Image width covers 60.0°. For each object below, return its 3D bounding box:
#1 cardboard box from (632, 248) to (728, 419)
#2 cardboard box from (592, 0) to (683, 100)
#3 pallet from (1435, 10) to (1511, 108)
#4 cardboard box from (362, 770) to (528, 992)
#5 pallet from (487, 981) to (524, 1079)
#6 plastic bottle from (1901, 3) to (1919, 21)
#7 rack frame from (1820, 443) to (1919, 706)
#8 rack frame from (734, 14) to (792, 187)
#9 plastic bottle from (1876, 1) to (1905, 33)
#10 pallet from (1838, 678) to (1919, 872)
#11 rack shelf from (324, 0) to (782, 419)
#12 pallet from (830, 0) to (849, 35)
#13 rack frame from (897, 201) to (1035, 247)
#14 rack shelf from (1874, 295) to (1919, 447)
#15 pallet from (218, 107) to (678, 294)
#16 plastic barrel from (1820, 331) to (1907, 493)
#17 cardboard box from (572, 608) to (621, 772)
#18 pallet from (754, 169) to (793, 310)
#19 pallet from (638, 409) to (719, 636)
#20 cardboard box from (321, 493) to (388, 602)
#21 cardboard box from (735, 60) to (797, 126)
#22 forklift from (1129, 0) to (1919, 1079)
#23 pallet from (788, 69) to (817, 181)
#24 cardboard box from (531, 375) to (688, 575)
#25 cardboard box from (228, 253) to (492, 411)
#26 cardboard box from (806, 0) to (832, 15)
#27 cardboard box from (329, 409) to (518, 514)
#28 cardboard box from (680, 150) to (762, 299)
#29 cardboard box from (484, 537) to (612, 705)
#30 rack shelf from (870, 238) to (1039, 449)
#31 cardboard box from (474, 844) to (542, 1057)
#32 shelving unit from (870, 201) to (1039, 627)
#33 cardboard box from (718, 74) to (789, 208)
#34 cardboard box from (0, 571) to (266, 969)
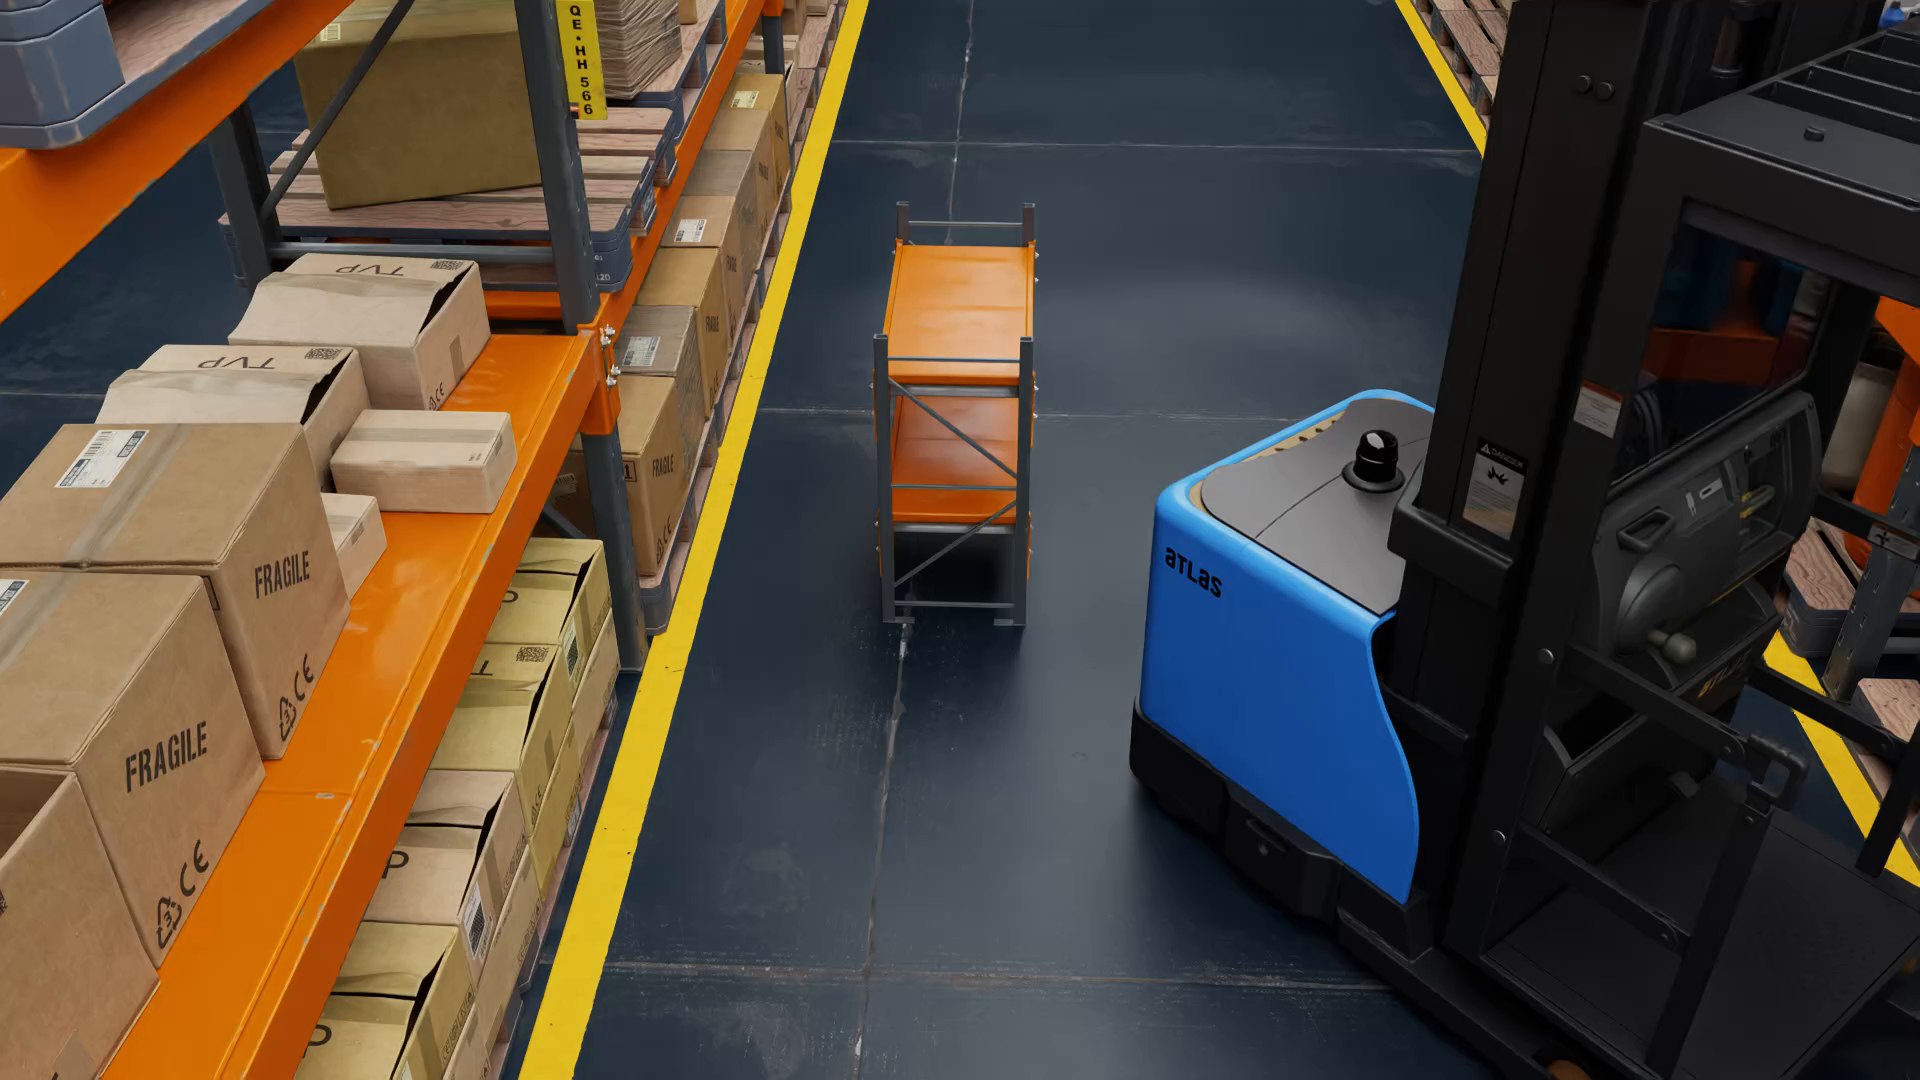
[{"bbox_3d":[-1.224,-0.824,6.605,0.500,0.500,0.500,1,35,1],"label":"cardboard box"},{"bbox_3d":[-1.429,-1.921,5.923,0.700,0.500,0.500,8,36,11],"label":"cardboard box"},{"bbox_3d":[3.578,-2.990,10.320,1.003,0.211,1.213,1,35,2],"label":"pallet"},{"bbox_3d":[-1.381,0.796,4.047,0.500,0.311,0.500,1,35,2],"label":"cardboard box"},{"bbox_3d":[-1.693,1.489,3.947,1.003,0.211,1.213,1,35,2],"label":"pallet"},{"bbox_3d":[3.799,-2.010,6.609,0.152,0.276,0.135,1,35,2],"label":"plastic bottle"},{"bbox_3d":[3.380,-0.706,4.646,1.000,3.000,0.127,1,35,2],"label":"rack frame"},{"bbox_3d":[-1.408,-3.121,8.082,1.000,3.000,0.127,1,35,2],"label":"rack frame"},{"bbox_3d":[3.673,-2.000,6.599,0.097,0.271,0.097,0,35,0],"label":"plastic bottle"},{"bbox_3d":[3.311,0.879,4.816,1.003,0.211,1.213,1,35,2],"label":"pallet"},{"bbox_3d":[-1.488,-1.678,6.654,1.077,0.370,4.000,1,35,2],"label":"rack shelf"},{"bbox_3d":[-1.282,-3.776,11.440,1.003,0.211,1.213,1,35,2],"label":"pallet"},{"bbox_3d":[0.021,-0.756,6.348,0.500,1.125,0.032,1,35,2],"label":"rack frame"},{"bbox_3d":[3.461,-1.561,6.488,1.077,0.370,4.000,1,35,2],"label":"rack shelf"},{"bbox_3d":[-1.612,-1.135,5.424,1.213,0.211,1.003,1,35,2],"label":"pallet"},{"bbox_3d":[3.316,-0.468,6.106,0.421,0.512,0.421,0,35,0],"label":"plastic barrel"},{"bbox_3d":[-1.346,0.438,5.044,0.500,0.250,0.500,2,35,3],"label":"cardboard box"},{"bbox_3d":[-1.403,-1.512,8.218,1.003,0.211,1.213,1,35,2],"label":"pallet"},{"bbox_3d":[-1.501,-0.110,6.223,1.003,0.211,1.213,1,35,2],"label":"pallet"},{"bbox_3d":[-1.564,0.014,3.840,0.380,0.149,0.250,4,35,5],"label":"cardboard box"},{"bbox_3d":[-1.175,-2.437,9.065,0.500,0.311,0.500,1,35,2],"label":"cardboard box"},{"bbox_3d":[1.842,0.028,3.661,1.130,2.935,3.031,-25,42,-31],"label":"forklift"},{"bbox_3d":[-1.380,-2.375,9.445,1.003,0.211,1.213,1,35,2],"label":"pallet"},{"bbox_3d":[-1.265,-0.235,5.767,0.500,0.500,0.500,3,35,4],"label":"cardboard box"},{"bbox_3d":[-1.627,-0.578,4.542,0.500,0.311,0.500,3,35,5],"label":"cardboard box"},{"bbox_3d":[-1.091,-3.611,10.788,0.500,0.250,0.500,1,35,2],"label":"cardboard box"},{"bbox_3d":[-1.329,-0.197,4.140,0.380,0.149,0.250,1,35,2],"label":"cardboard box"},{"bbox_3d":[-1.190,-1.416,7.448,0.500,0.500,0.500,2,35,2],"label":"cardboard box"},{"bbox_3d":[-1.344,0.207,4.884,0.500,0.311,0.500,2,35,3],"label":"cardboard box"},{"bbox_3d":[0.000,-0.704,5.764,0.538,0.278,1.000,1,35,2],"label":"rack shelf"},{"bbox_3d":[-1.387,1.023,4.211,0.500,0.250,0.500,2,35,3],"label":"cardboard box"},{"bbox_3d":[0.000,-0.464,5.932,0.538,1.125,1.048,1,35,2],"label":"shelving unit"},{"bbox_3d":[-1.142,-1.988,8.262,0.500,0.500,0.500,1,35,2],"label":"cardboard box"},{"bbox_3d":[-1.641,0.403,2.981,0.500,0.500,0.500,1,35,2],"label":"cardboard box"}]
